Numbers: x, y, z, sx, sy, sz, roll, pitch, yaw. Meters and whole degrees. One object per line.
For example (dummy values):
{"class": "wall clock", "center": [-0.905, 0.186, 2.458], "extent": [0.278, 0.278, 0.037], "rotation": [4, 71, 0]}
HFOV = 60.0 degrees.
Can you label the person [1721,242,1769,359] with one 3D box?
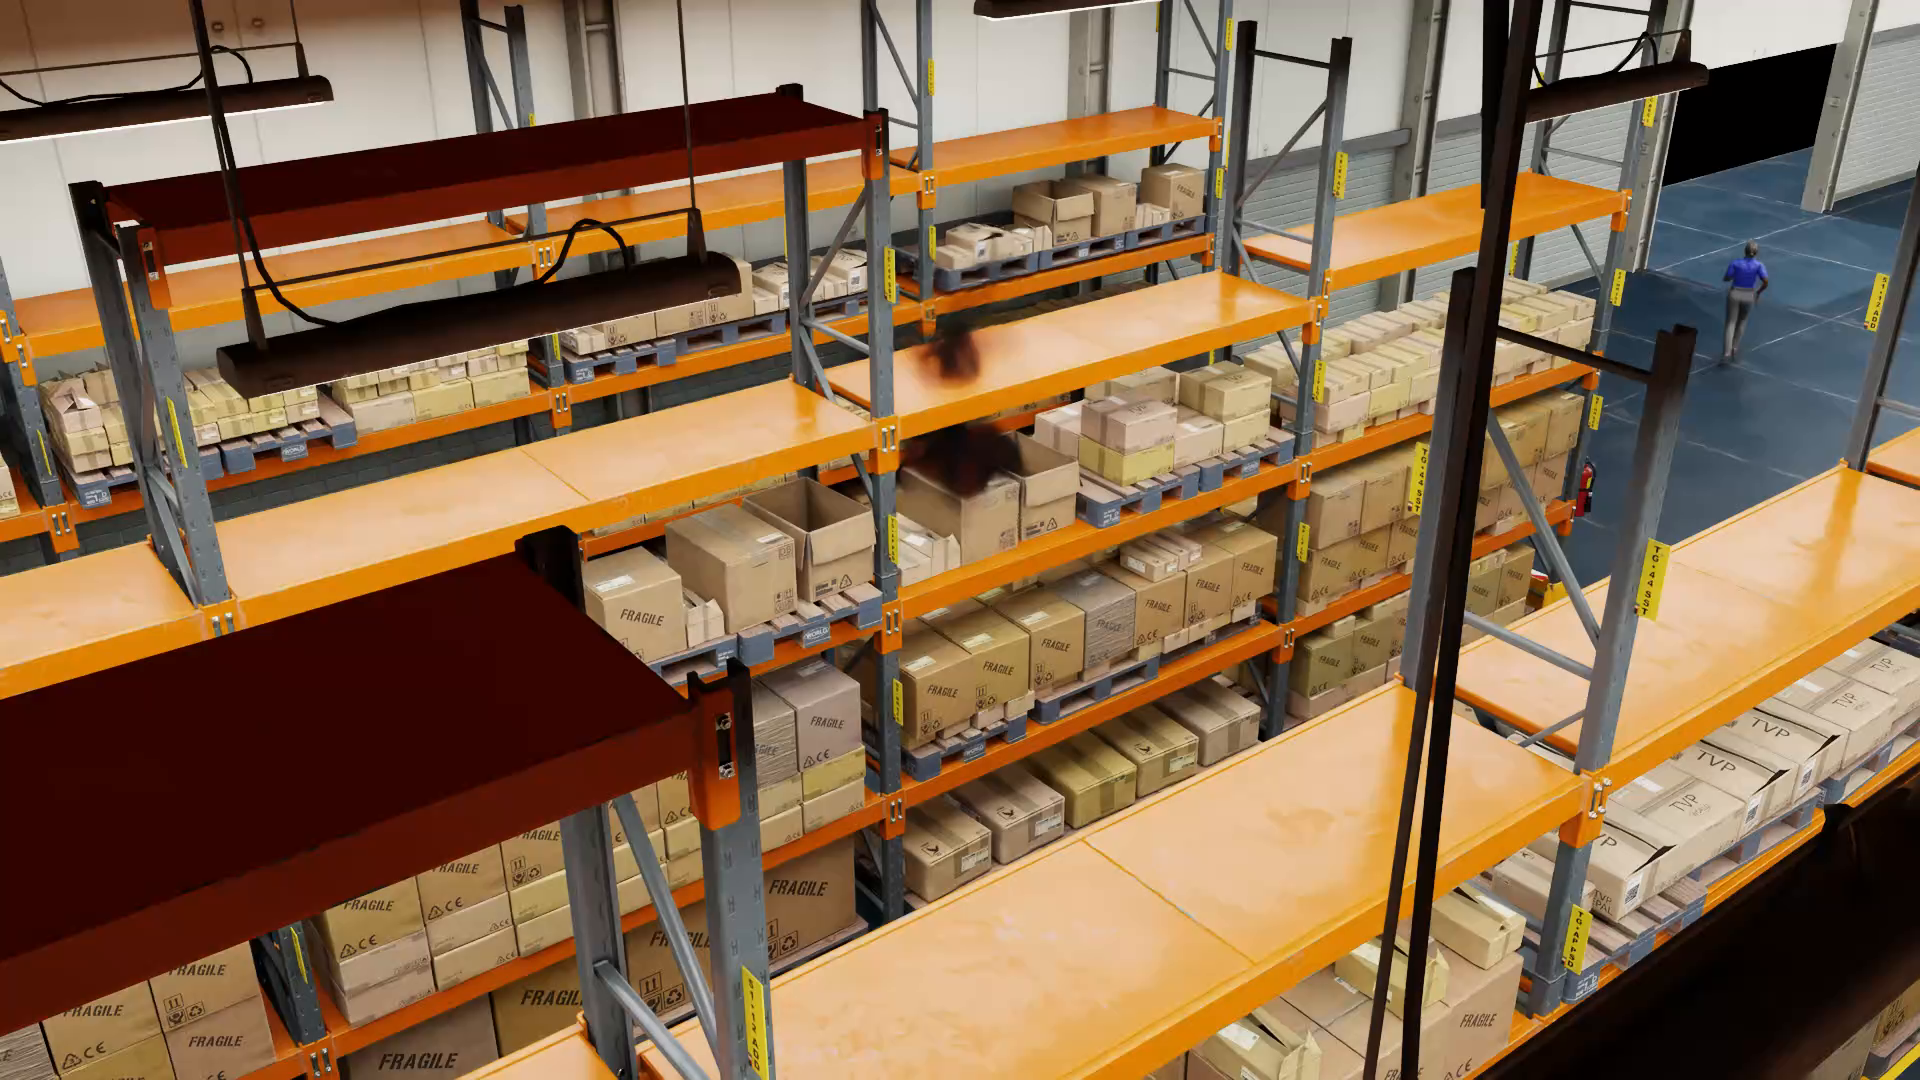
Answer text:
{"class": "person", "center": [10.754, -3.284, 22.914], "extent": [0.567, 1.700, 0.754], "rotation": [9, 28, 18]}
